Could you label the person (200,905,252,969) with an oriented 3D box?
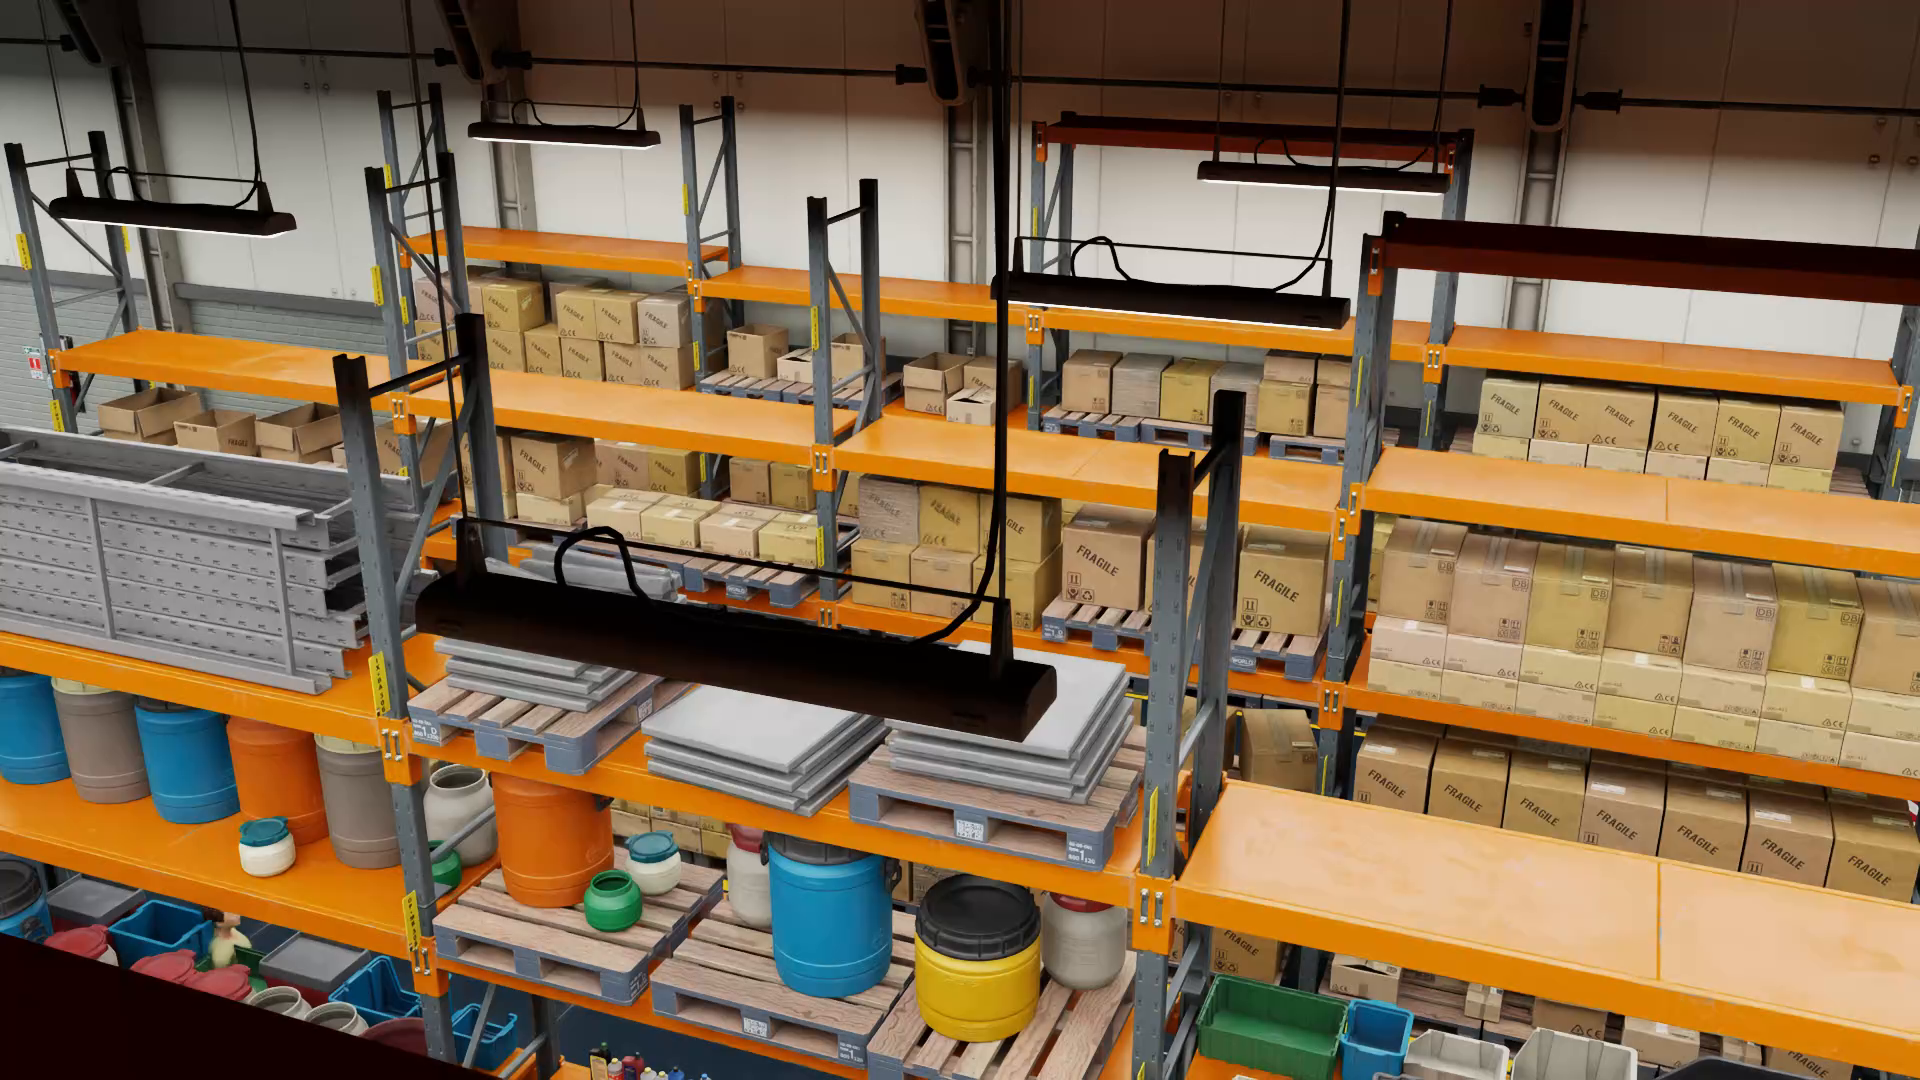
[{"bbox_3d":[-4.997,3.180,11.380,0.575,1.697,0.459,-3,21,-8],"label":"person"}]
